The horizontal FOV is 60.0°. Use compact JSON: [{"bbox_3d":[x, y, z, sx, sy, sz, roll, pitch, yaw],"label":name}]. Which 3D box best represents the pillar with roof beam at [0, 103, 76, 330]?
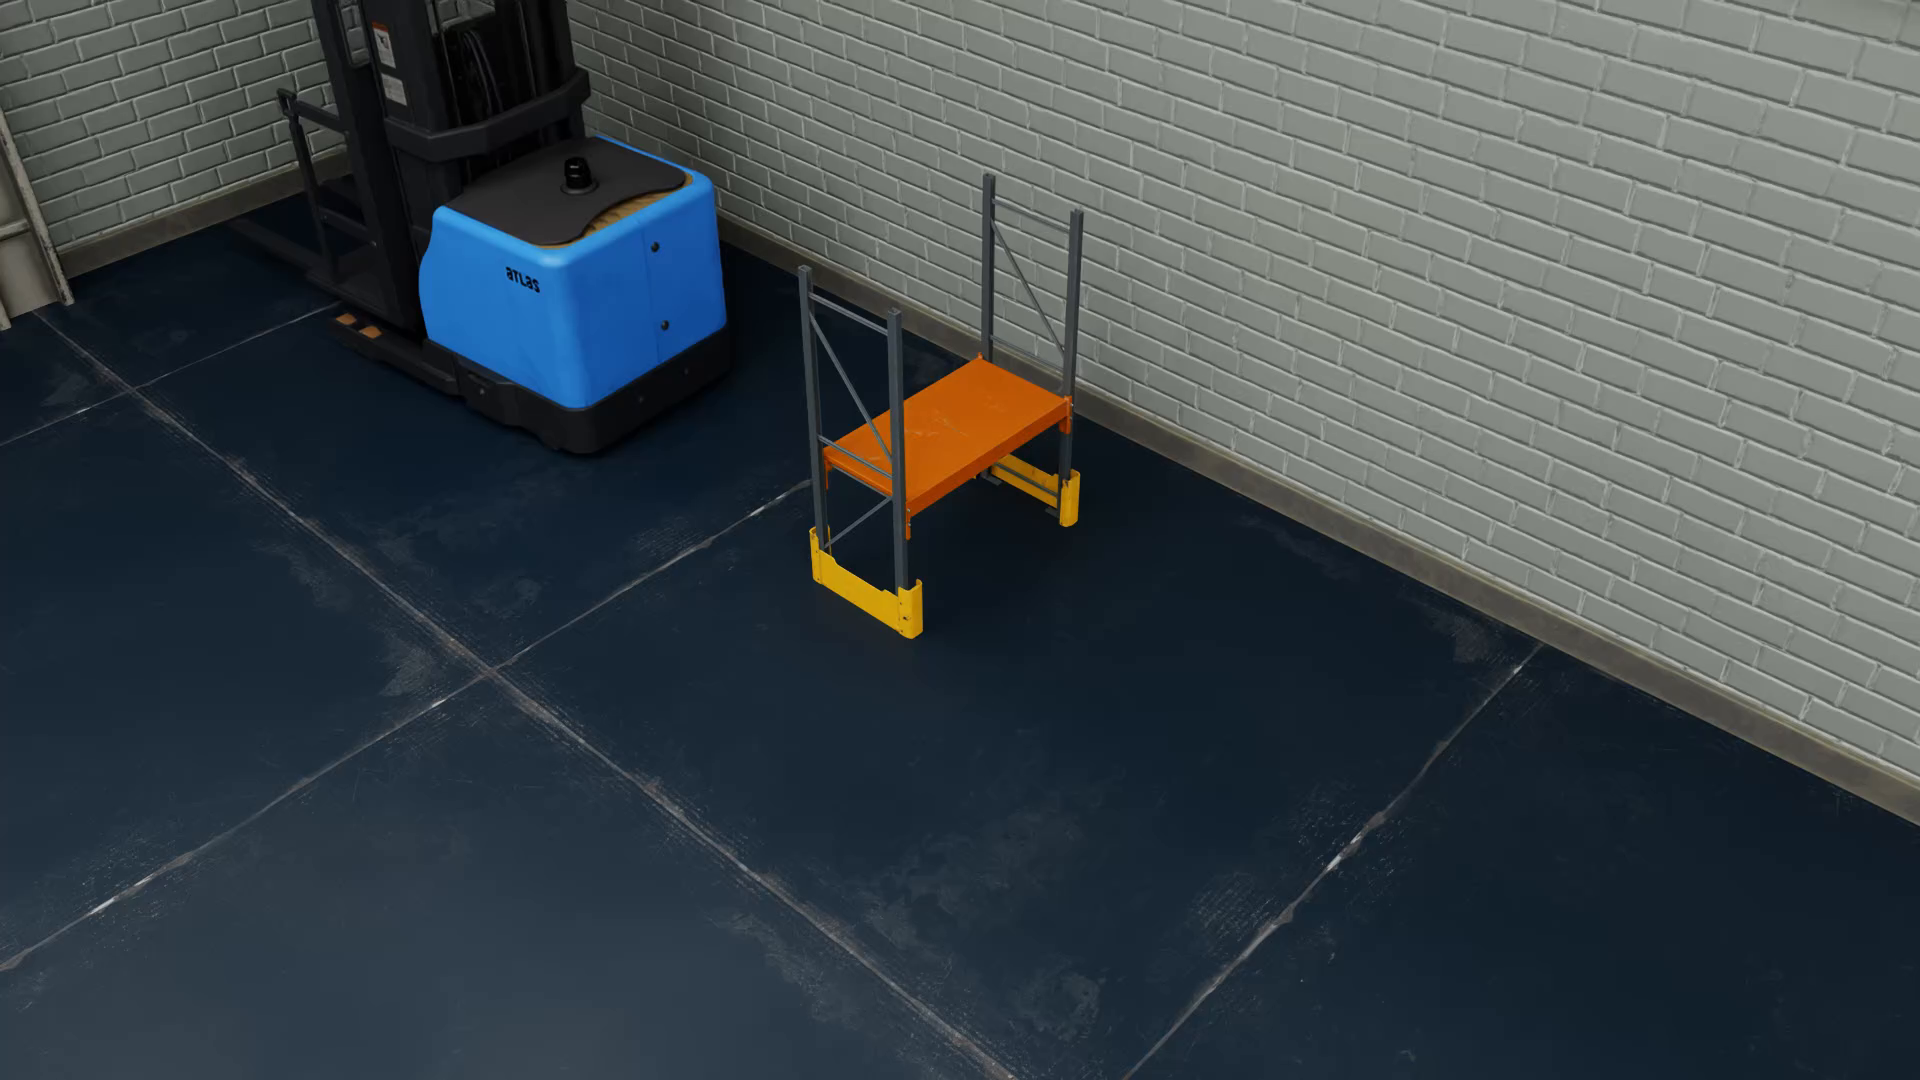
[{"bbox_3d":[-1.768,-2.953,3.734,9.100,9.000,0.400,30,47,32],"label":"pillar with roof beam"}]

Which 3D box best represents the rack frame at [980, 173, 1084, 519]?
[{"bbox_3d":[0.285,-0.781,7.028,0.500,1.500,0.032,30,47,32],"label":"rack frame"}]

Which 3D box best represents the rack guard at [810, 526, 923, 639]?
[{"bbox_3d":[-0.387,0.166,6.840,0.587,0.250,0.087,30,47,32],"label":"rack guard"}]

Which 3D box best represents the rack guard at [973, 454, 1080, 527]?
[{"bbox_3d":[0.285,-0.292,7.416,0.587,0.250,0.087,30,47,32],"label":"rack guard"}]

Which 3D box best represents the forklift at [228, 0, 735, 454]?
[{"bbox_3d":[-2.593,-2.293,7.779,3.031,2.935,1.130,26,45,29],"label":"forklift"}]

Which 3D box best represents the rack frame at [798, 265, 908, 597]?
[{"bbox_3d":[-0.401,-0.314,6.440,0.500,1.500,0.032,30,47,32],"label":"rack frame"}]

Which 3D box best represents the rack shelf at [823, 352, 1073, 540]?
[{"bbox_3d":[-0.058,-0.407,6.846,0.538,0.185,1.000,30,47,32],"label":"rack shelf"}]

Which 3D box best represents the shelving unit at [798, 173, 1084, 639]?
[{"bbox_3d":[-0.051,-0.552,6.739,0.587,1.500,1.083,30,47,32],"label":"shelving unit"}]
